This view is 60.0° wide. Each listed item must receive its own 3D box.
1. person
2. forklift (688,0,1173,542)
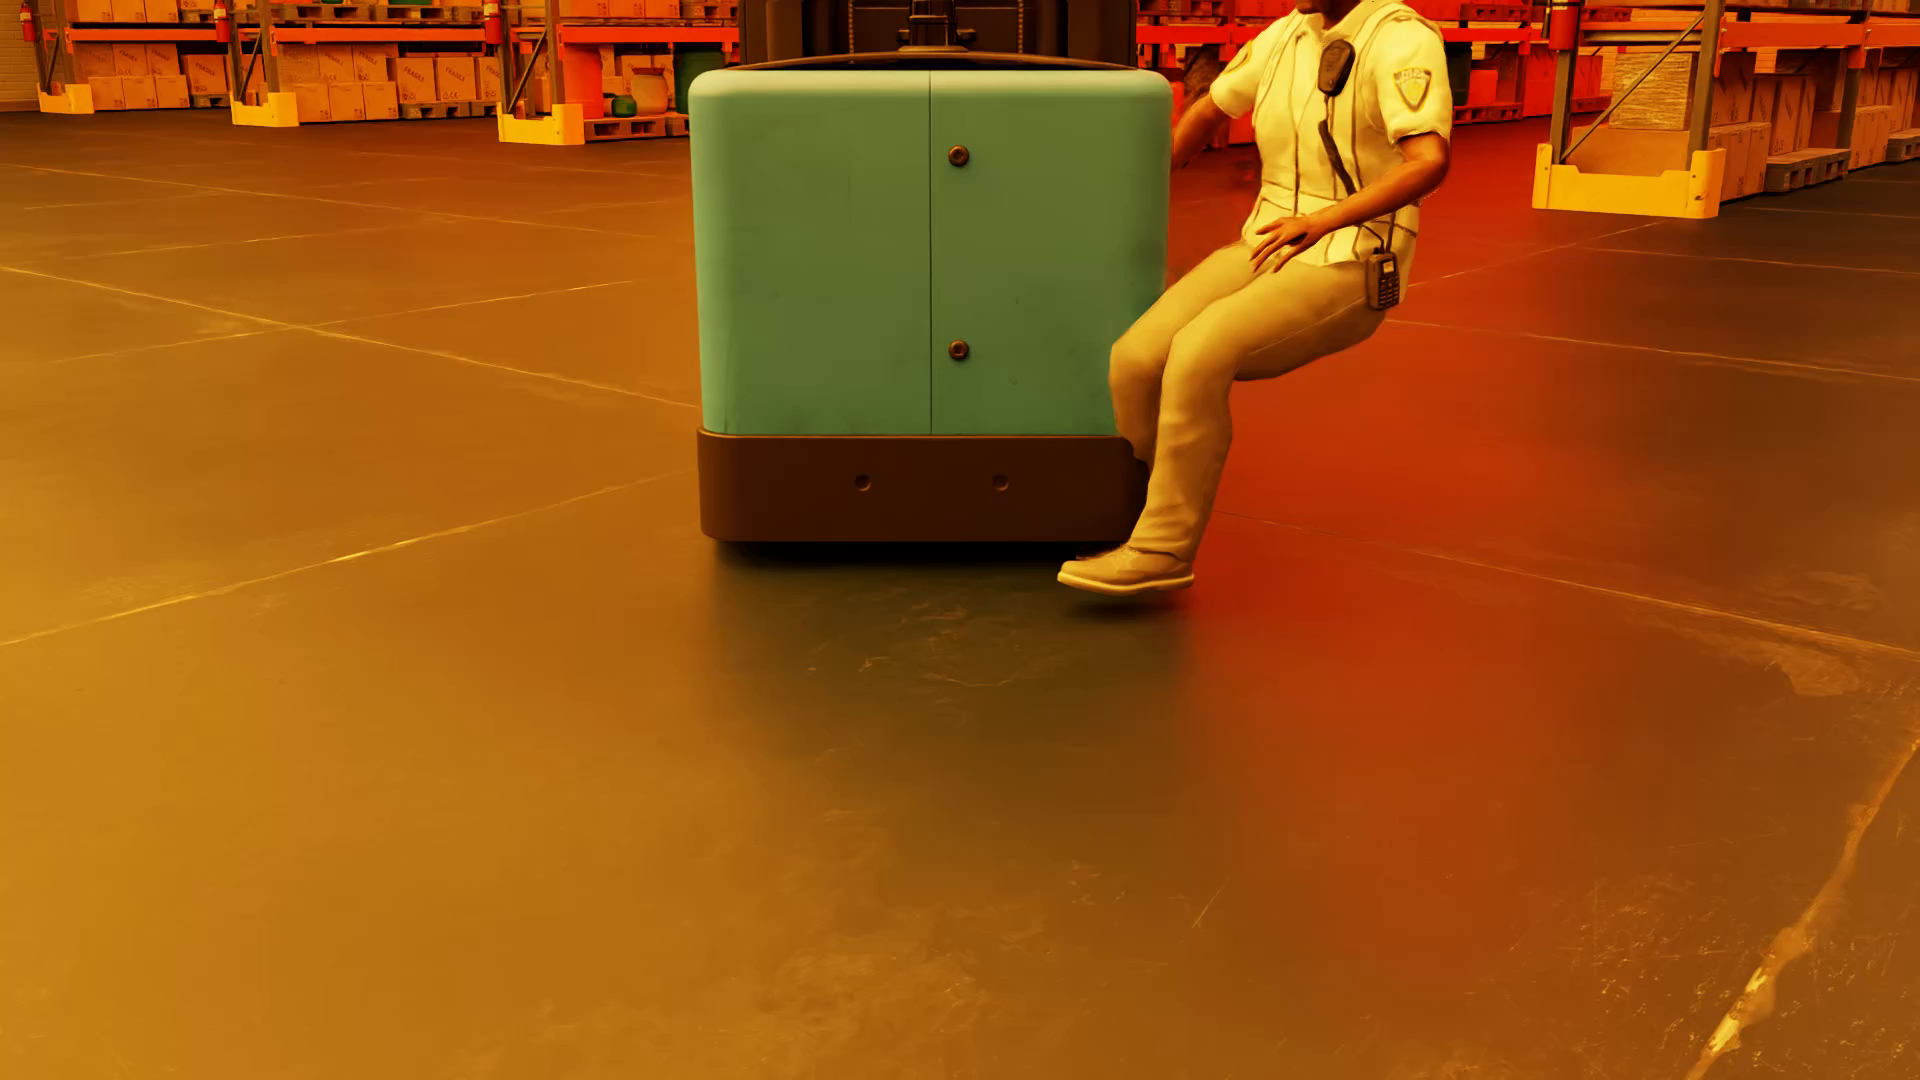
[{"bbox_3d":[0.573,-0.575,3.404,0.815,1.469,0.730,-13,21,-37],"label":"person"},{"bbox_3d":[-0.062,-1.768,4.720,1.130,2.935,3.031,0,17,0],"label":"forklift"}]
